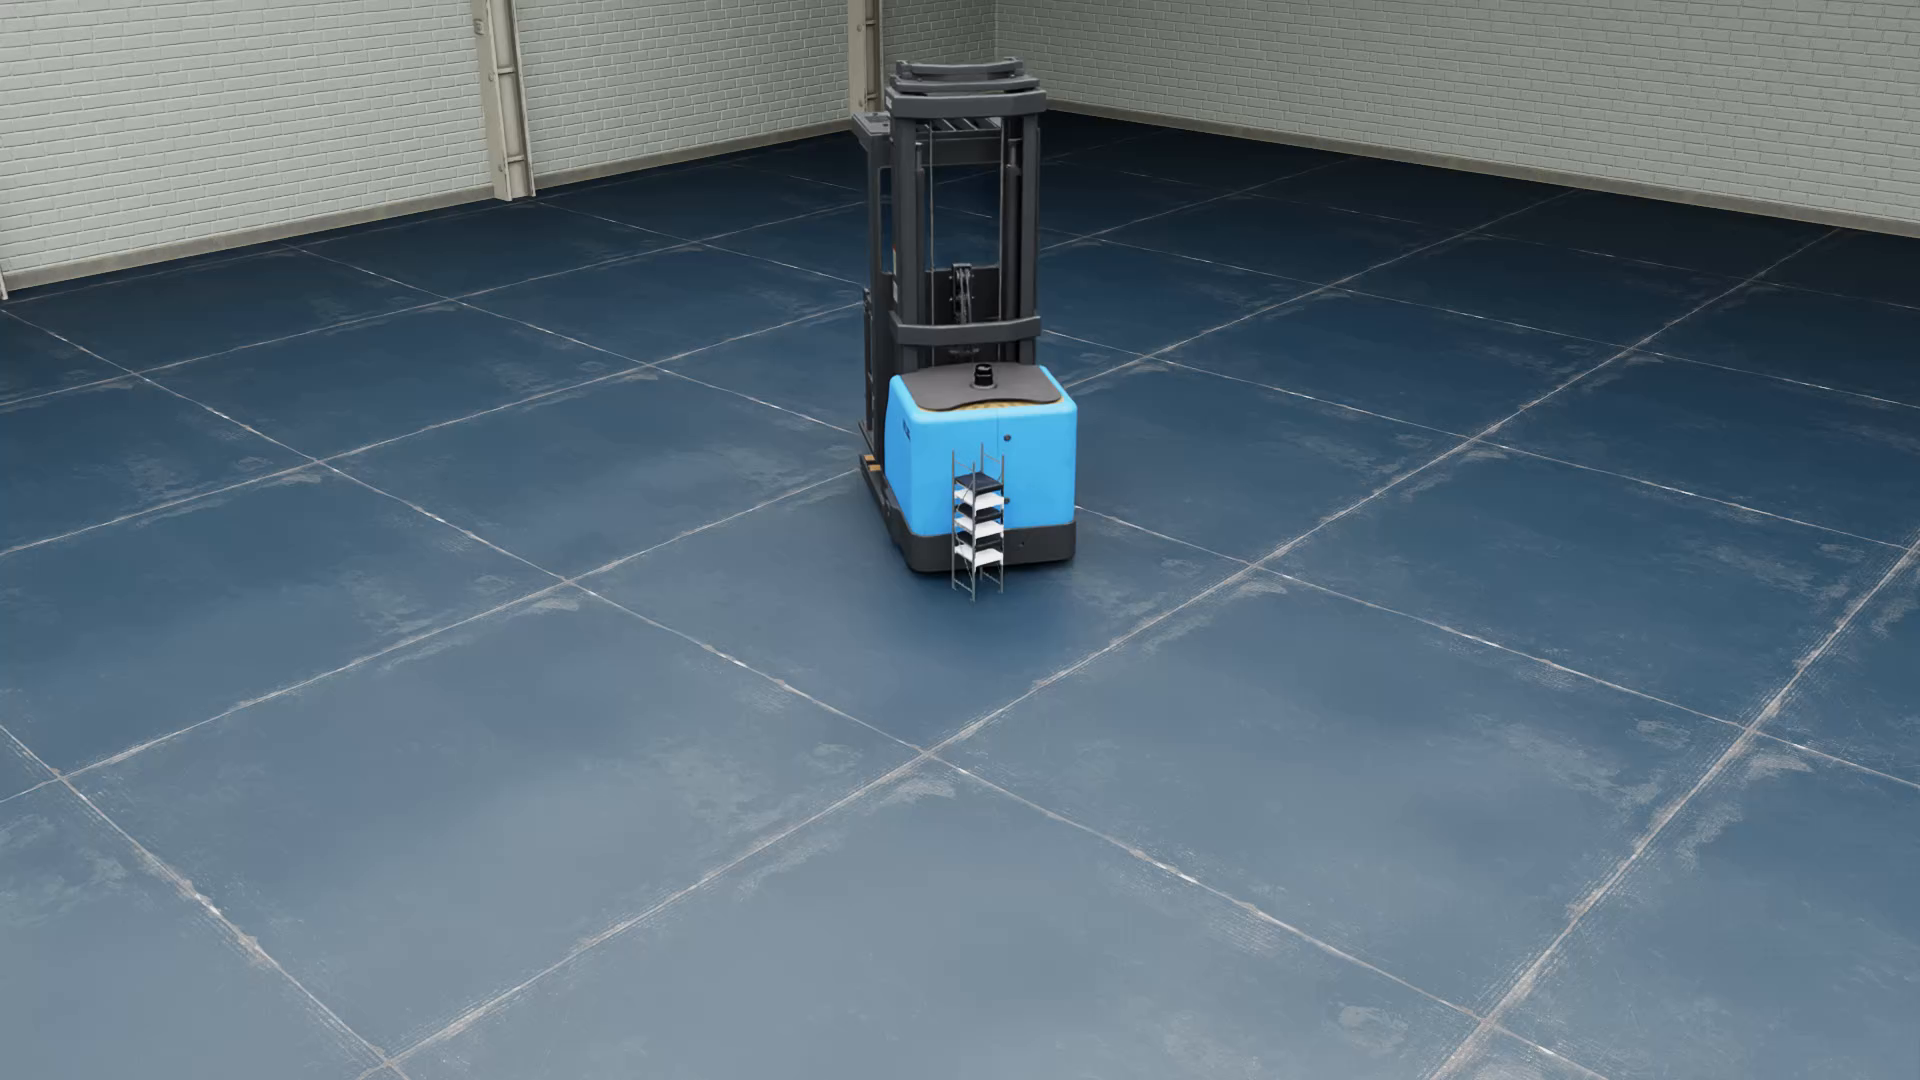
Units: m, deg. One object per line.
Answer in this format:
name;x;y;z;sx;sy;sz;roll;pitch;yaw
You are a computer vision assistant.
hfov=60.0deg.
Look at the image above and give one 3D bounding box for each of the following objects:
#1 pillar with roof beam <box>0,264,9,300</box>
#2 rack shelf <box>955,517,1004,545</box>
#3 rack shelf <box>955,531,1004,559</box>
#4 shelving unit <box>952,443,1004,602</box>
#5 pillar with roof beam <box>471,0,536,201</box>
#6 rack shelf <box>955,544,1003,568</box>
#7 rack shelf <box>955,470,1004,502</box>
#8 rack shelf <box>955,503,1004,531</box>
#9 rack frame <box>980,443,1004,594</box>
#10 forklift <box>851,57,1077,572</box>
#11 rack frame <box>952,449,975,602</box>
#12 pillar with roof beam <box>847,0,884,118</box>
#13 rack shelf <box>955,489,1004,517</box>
pillar with roof beam;-6.136;-5.222;11.397;9.100;9.000;0.400;20;31;38
rack shelf;0.105;-0.071;9.890;0.200;0.077;0.258;-15;28;-30
rack shelf;0.105;0.011;9.926;0.200;0.077;0.258;-15;28;-30
shelving unit;0.105;-0.101;9.876;0.210;0.900;0.258;-15;28;-30
pillar with roof beam;-2.132;-7.050;15.474;9.100;9.000;0.400;20;31;38
rack shelf;0.105;0.093;9.963;0.200;0.077;0.258;-15;28;-30
rack shelf;0.105;-0.317;9.779;0.200;0.077;0.258;-15;28;-30
rack shelf;0.105;-0.153;9.853;0.200;0.077;0.258;-15;28;-30
rack frame;0.190;-0.124;9.926;0.006;0.900;0.240;-15;28;-30
forklift;-0.090;-1.718;10.999;1.130;2.935;3.031;-5;25;-11
rack frame;0.020;-0.079;9.825;0.006;0.900;0.240;-15;28;-30
pillar with roof beam;1.873;-8.878;19.551;9.100;9.000;0.400;20;31;38
rack shelf;0.105;-0.235;9.816;0.200;0.077;0.258;-15;28;-30
